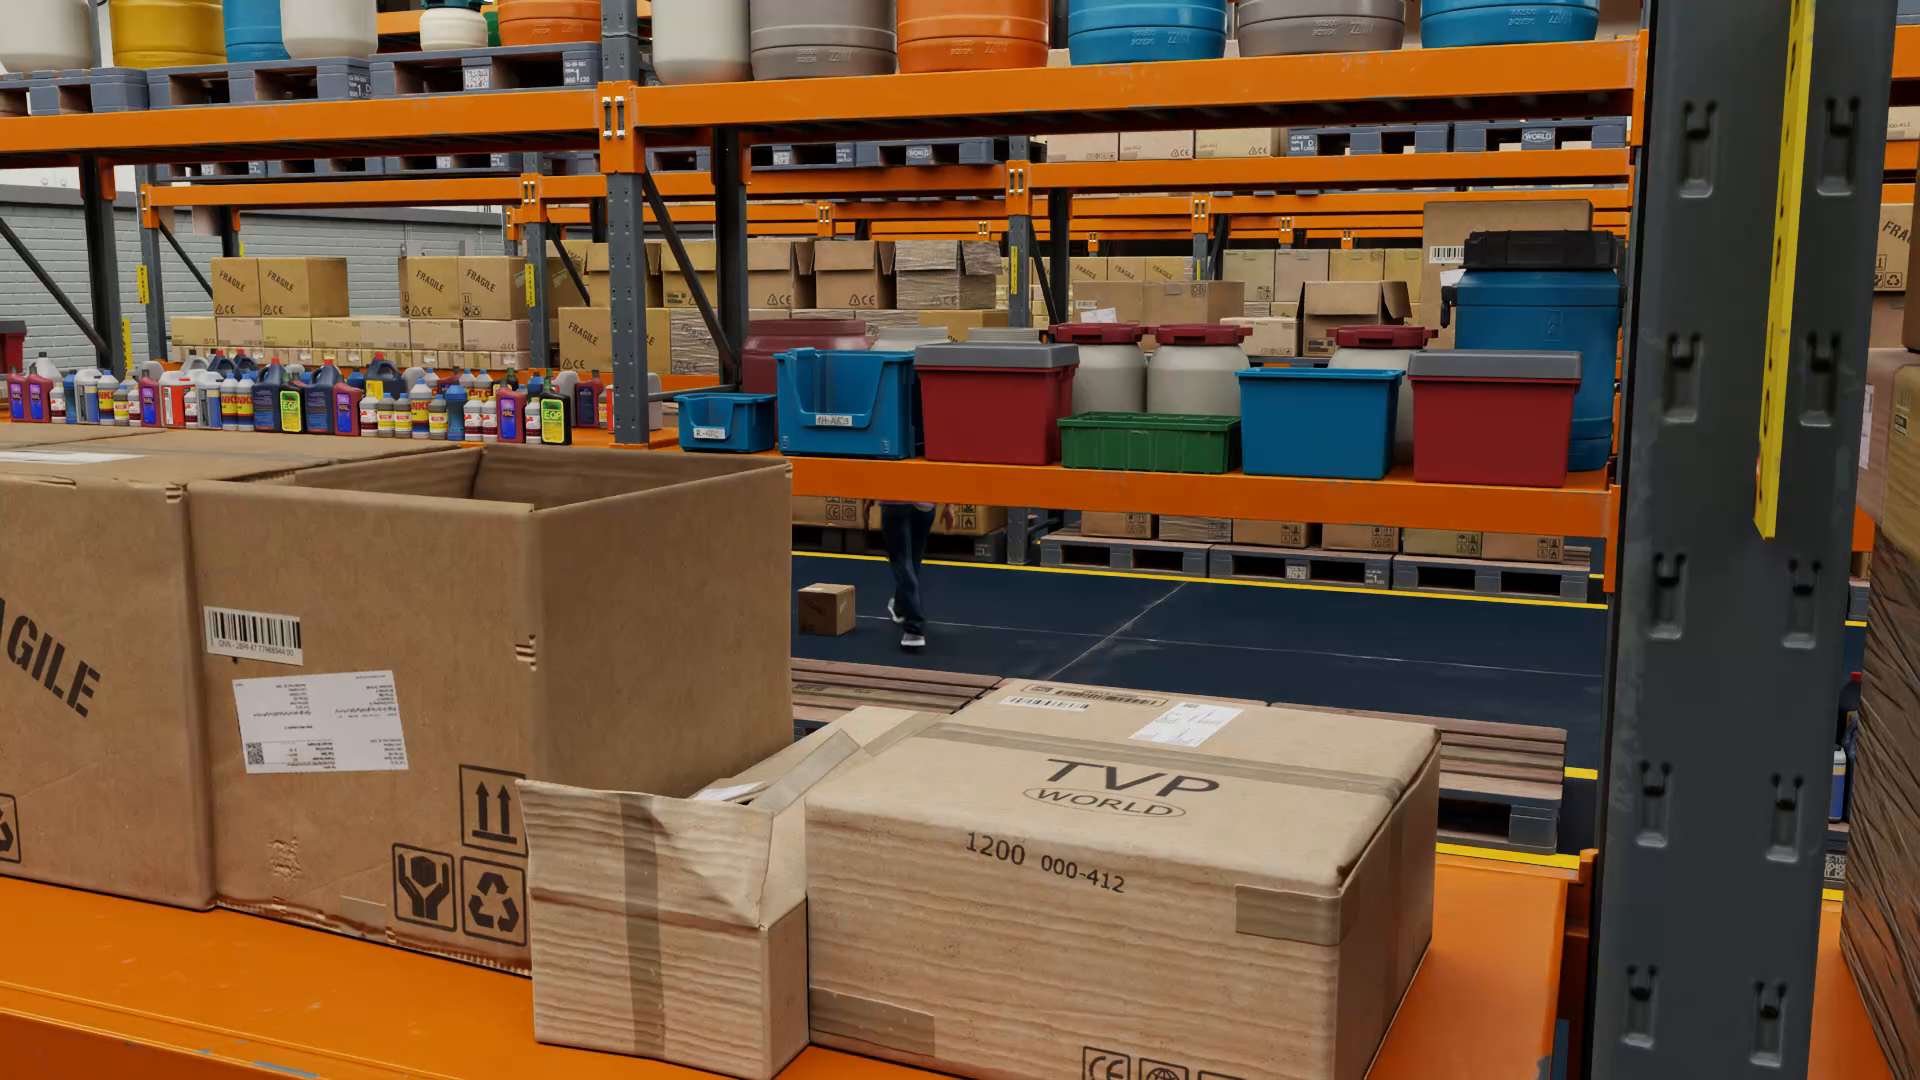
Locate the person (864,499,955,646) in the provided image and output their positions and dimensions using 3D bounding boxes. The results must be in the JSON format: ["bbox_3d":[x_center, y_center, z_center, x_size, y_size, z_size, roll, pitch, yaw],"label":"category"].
[{"bbox_3d":[-0.327,-0.220,9.354,0.444,1.539,0.949,-5,10,-27],"label":"person"}]
